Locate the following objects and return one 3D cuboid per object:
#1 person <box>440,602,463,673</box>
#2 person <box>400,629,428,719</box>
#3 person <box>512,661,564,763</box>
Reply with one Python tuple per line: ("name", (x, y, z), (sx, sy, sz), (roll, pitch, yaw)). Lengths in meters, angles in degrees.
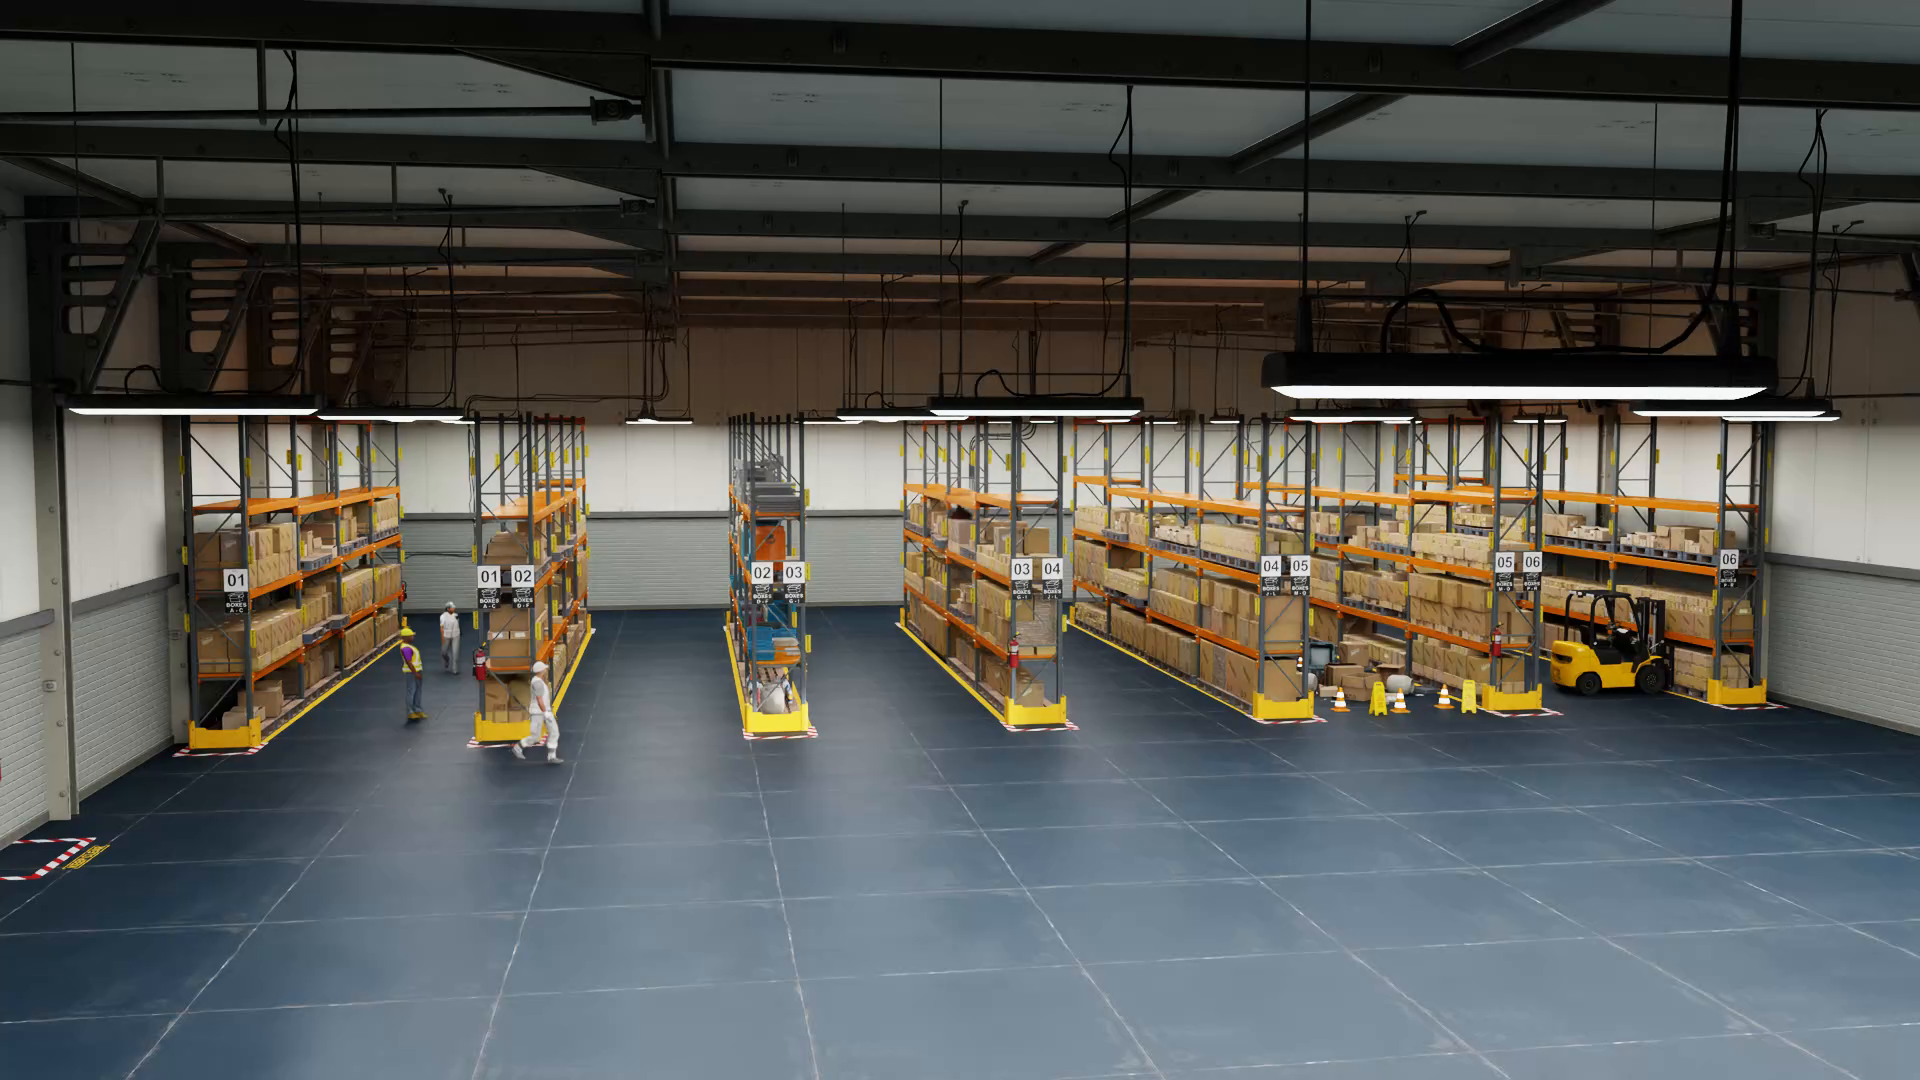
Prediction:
("person", (-11.846, 2.259, 38.768), (0.487, 1.632, 0.665), (-1, 4, -11))
("person", (-10.731, 2.630, 32.685), (0.595, 1.795, 0.654), (1, 4, 10))
("person", (-7.170, 2.926, 28.193), (0.902, 1.743, 0.471), (1, 4, 18))
